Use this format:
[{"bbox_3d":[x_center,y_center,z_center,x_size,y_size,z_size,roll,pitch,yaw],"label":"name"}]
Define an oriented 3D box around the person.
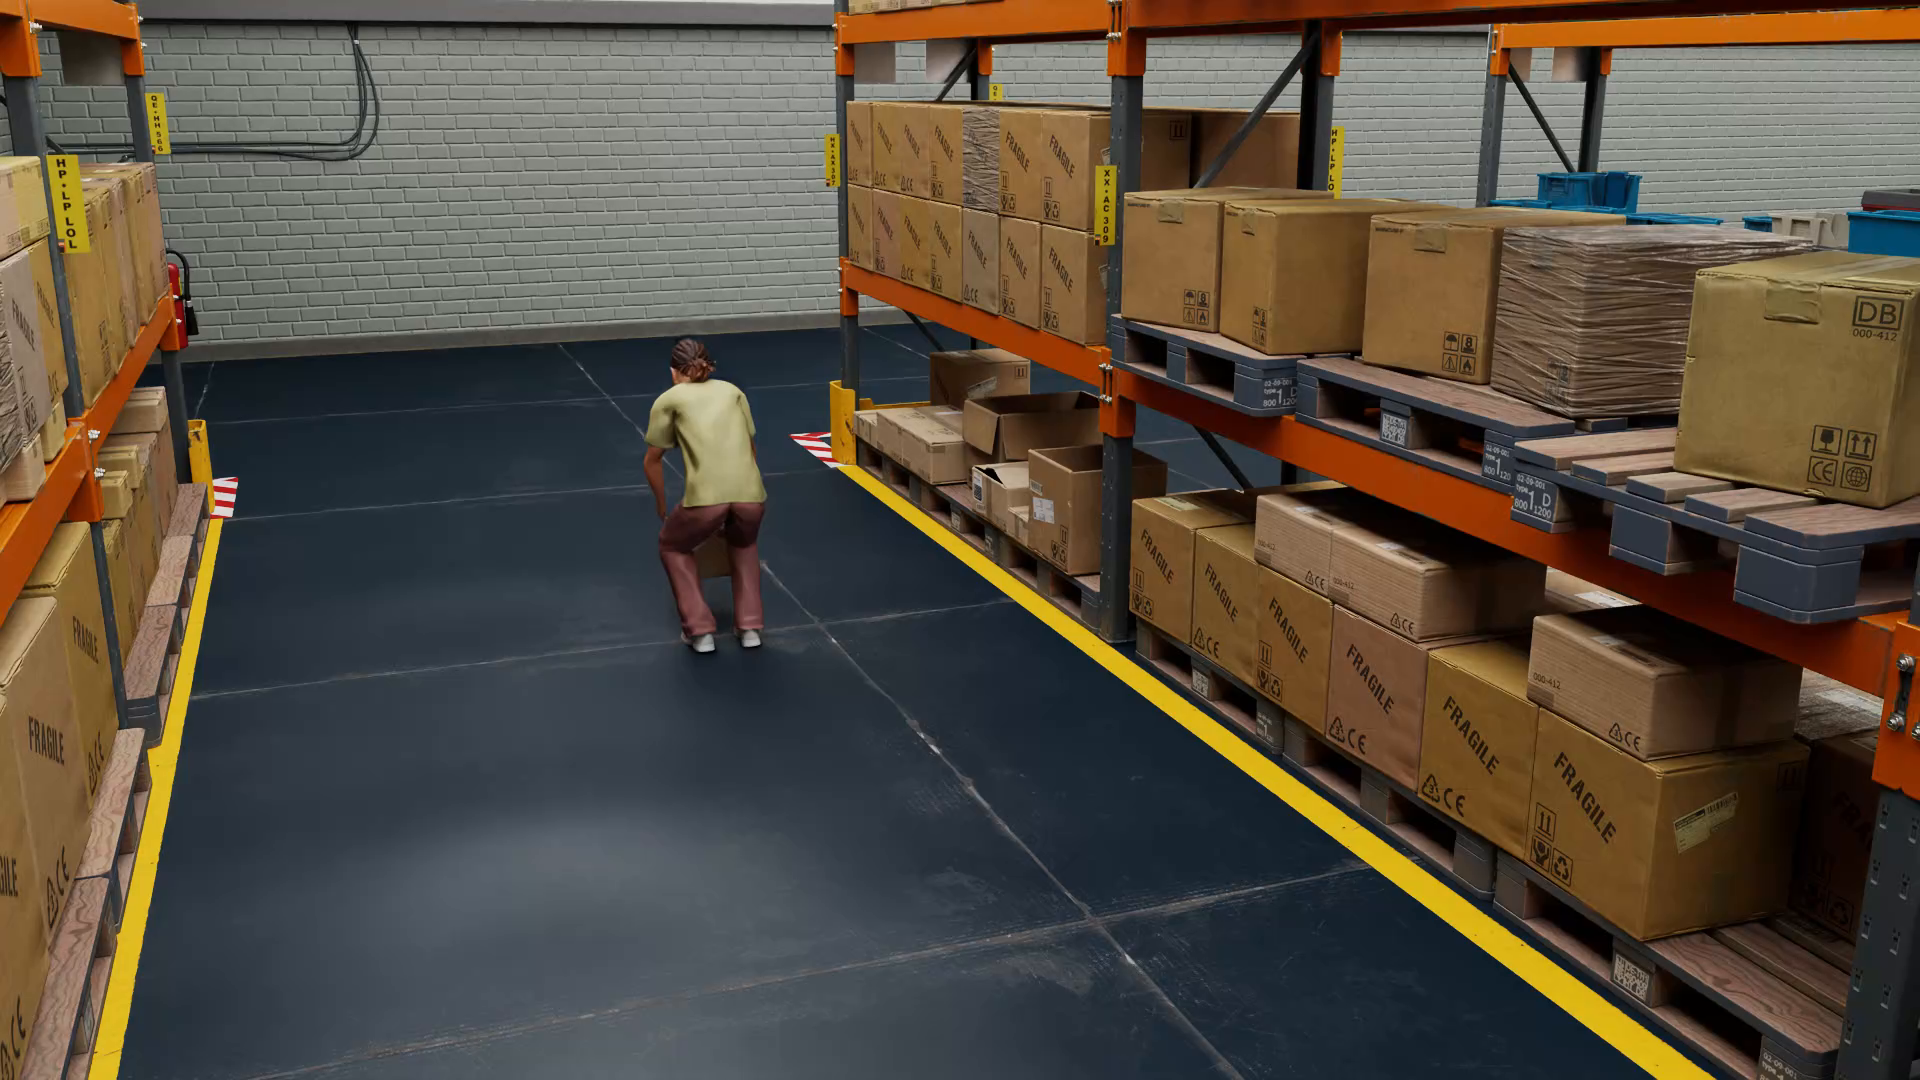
[{"bbox_3d":[-1.121,-0.191,7.349,0.511,1.335,0.666,-6,17,-20],"label":"person"}]
